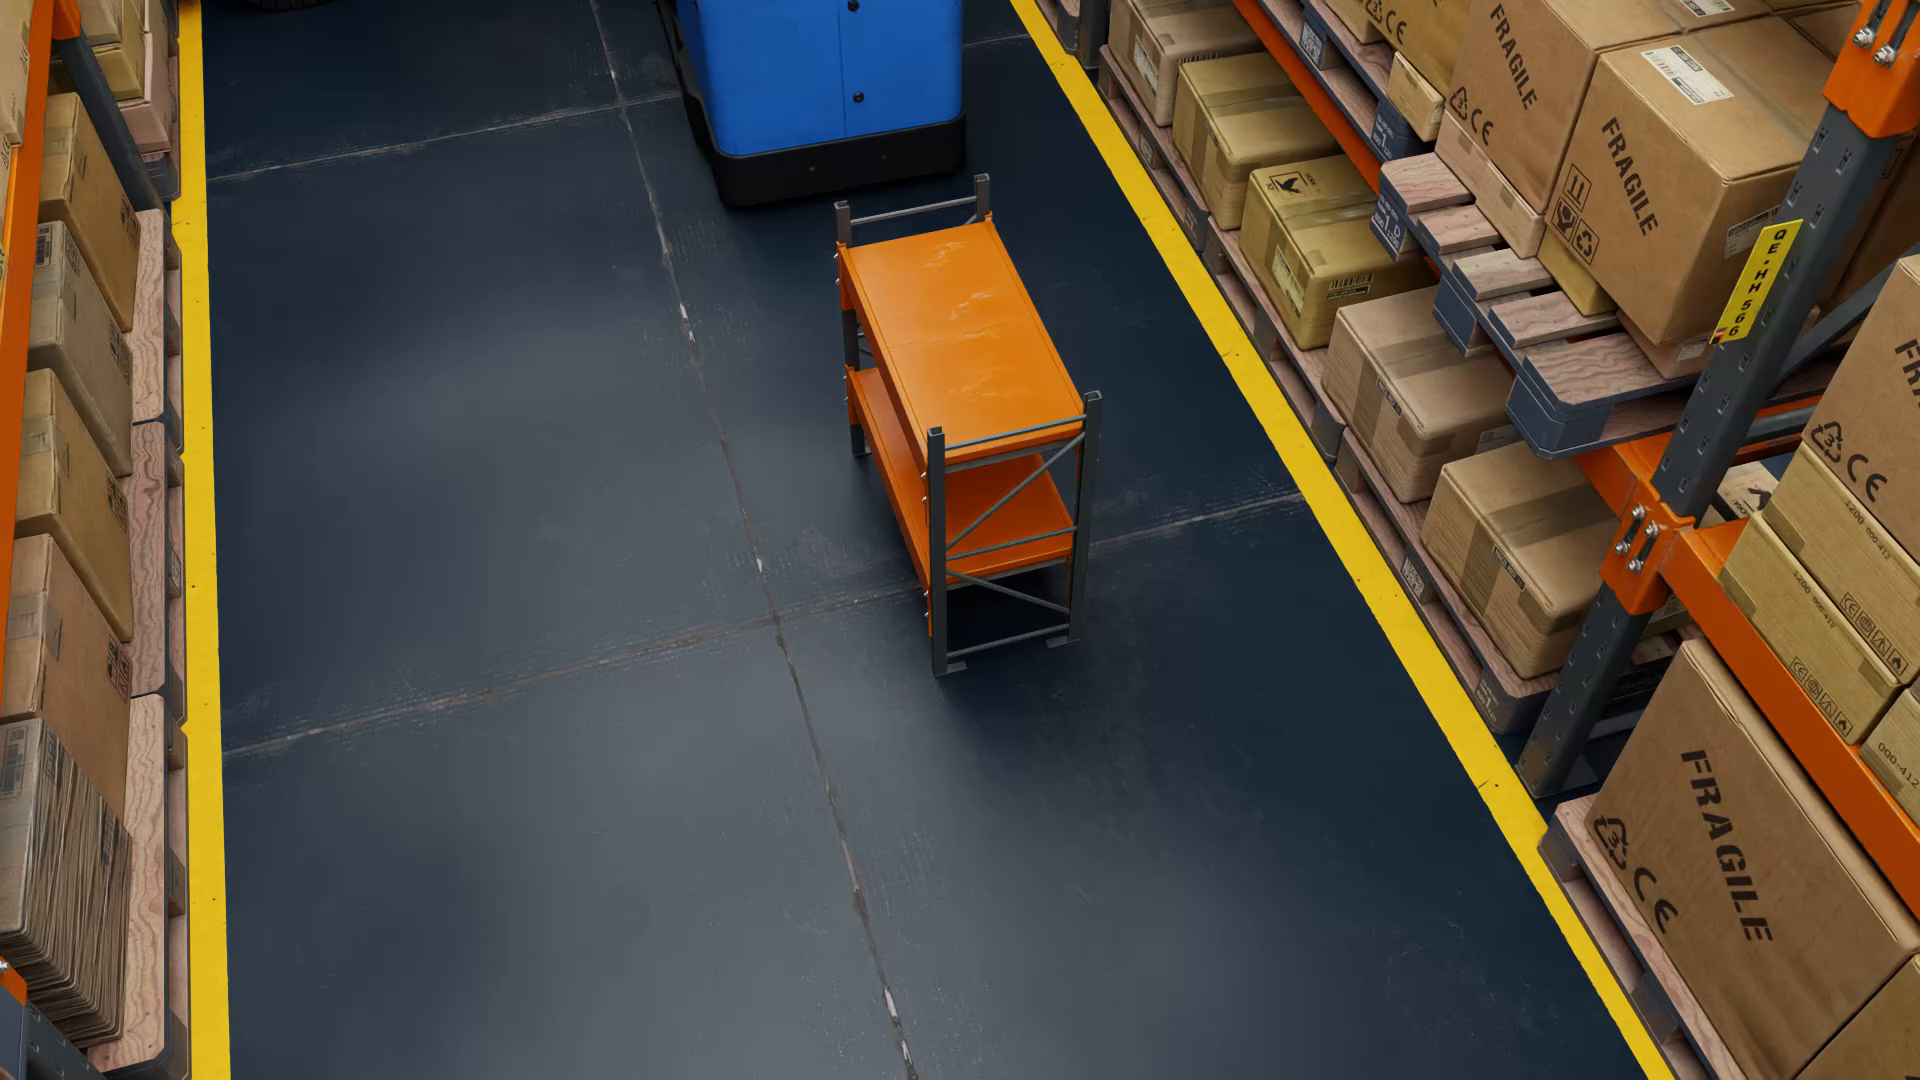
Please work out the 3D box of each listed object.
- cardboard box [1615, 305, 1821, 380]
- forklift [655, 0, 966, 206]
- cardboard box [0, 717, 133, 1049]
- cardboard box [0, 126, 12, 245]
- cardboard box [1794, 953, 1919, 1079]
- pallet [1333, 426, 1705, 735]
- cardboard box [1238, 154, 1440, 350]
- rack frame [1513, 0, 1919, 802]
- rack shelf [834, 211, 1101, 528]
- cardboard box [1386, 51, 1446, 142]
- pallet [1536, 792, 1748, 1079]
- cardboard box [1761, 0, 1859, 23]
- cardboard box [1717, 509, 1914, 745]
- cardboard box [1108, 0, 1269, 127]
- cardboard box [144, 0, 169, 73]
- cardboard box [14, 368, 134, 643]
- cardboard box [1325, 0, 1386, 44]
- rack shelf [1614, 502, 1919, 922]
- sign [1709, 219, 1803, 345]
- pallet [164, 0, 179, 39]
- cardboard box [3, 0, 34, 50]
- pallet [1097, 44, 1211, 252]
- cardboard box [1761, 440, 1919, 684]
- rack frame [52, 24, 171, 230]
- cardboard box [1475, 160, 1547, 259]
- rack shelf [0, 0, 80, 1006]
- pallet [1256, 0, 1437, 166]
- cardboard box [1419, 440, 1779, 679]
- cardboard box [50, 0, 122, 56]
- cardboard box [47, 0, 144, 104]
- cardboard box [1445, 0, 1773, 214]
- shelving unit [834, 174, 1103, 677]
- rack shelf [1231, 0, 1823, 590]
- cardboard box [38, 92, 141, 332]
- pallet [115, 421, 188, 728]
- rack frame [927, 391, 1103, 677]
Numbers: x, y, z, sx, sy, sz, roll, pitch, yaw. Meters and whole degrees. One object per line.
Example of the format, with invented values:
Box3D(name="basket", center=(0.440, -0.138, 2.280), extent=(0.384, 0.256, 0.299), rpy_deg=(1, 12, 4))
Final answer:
Box3D(name="cardboard box", center=(1.889, -0.568, 4.156), extent=(0.380, 0.149, 0.250), rpy_deg=(-12, 51, -10))
Box3D(name="forklift", center=(-0.863, -3.470, 6.758), extent=(1.130, 2.935, 3.031), rpy_deg=(-12, 51, -10))
Box3D(name="cardboard box", center=(-2.701, 0.969, 4.249), extent=(0.875, 0.625, 0.625), rpy_deg=(-12, 51, -10))
Box3D(name="cardboard box", center=(-3.042, -1.031, 4.755), extent=(0.500, 0.250, 0.500), rpy_deg=(-13, 51, -11))
Box3D(name="cardboard box", center=(2.596, 1.398, 3.725), extent=(0.875, 0.875, 0.875), rpy_deg=(-13, 51, -11))
Box3D(name="pallet", center=(1.981, 0.001, 5.611), extent=(1.003, 0.211, 1.213), rpy_deg=(-13, 51, -11))
Box3D(name="cardboard box", center=(1.609, -1.123, 6.179), extent=(0.950, 0.372, 0.625), rpy_deg=(-12, 51, -10))
Box3D(name="rack frame", center=(2.211, -0.327, 4.064), extent=(1.000, 3.000, 0.127), rpy_deg=(-13, 51, -11))
Box3D(name="rack shelf", center=(0.002, -0.546, 5.092), extent=(0.538, 0.278, 1.000), rpy_deg=(-13, 51, -11))
Box3D(name="cardboard box", center=(1.462, -1.305, 4.777), extent=(0.380, 0.149, 0.250), rpy_deg=(-13, 51, -10))
Box3D(name="pallet", center=(2.372, 1.165, 4.630), extent=(1.003, 0.211, 1.213), rpy_deg=(-13, 51, -11))
Box3D(name="cardboard box", center=(2.138, -1.351, 4.392), extent=(0.500, 0.500, 0.500), rpy_deg=(-11, 51, -9))
Box3D(name="cardboard box", center=(2.115, 0.136, 3.772), extent=(0.500, 0.250, 0.500), rpy_deg=(-14, 51, -12))
Box3D(name="cardboard box", center=(1.186, -2.154, 7.048), extent=(0.950, 0.372, 0.625), rpy_deg=(-13, 51, -11))
Box3D(name="cardboard box", center=(-3.704, -2.168, 7.140), extent=(0.500, 0.250, 0.500), rpy_deg=(-14, 51, -12))
Box3D(name="cardboard box", center=(-3.101, 0.002, 5.065), extent=(0.875, 0.625, 0.625), rpy_deg=(-15, 52, -12))
Box3D(name="cardboard box", center=(1.355, -1.681, 5.095), extent=(0.380, 0.149, 0.250), rpy_deg=(-15, 51, -12))
Box3D(name="rack shelf", center=(2.802, 1.366, 3.107), extent=(1.077, 0.370, 4.000), rpy_deg=(-13, 51, -11))
Box3D(name="sign", center=(1.695, -0.545, 3.542), extent=(0.100, 0.325, 0.005), rpy_deg=(-13, 51, -11))
Box3D(name="pallet", center=(-4.272, -2.708, 7.895), extent=(1.003, 0.211, 1.213), rpy_deg=(-13, 51, -11))
Box3D(name="cardboard box", center=(-3.314, -1.766, 5.375), extent=(0.500, 0.250, 0.500), rpy_deg=(-12, 51, -10))
Box3D(name="pallet", center=(1.260, -1.781, 7.114), extent=(1.003, 0.211, 1.213), rpy_deg=(-13, 51, -11))
Box3D(name="cardboard box", center=(2.125, -0.014, 3.571), extent=(0.500, 0.250, 0.500), rpy_deg=(-14, 51, -11))
Box3D(name="rack frame", center=(-3.713, -2.124, 5.578), extent=(1.000, 3.000, 0.127), rpy_deg=(-13, 51, -11))
Box3D(name="cardboard box", center=(1.624, -0.921, 4.454), extent=(0.380, 0.149, 0.250), rpy_deg=(-14, 51, -11))
Box3D(name="rack shelf", center=(-3.121, -0.431, 4.622), extent=(1.077, 0.370, 4.000), rpy_deg=(-13, 51, -11))
Box3D(name="pallet", center=(1.586, -1.702, 5.348), extent=(1.003, 0.211, 1.213), rpy_deg=(-13, 51, -11))
Box3D(name="cardboard box", center=(2.053, -0.030, 5.258), extent=(0.950, 0.372, 0.625), rpy_deg=(-16, 52, -13))
Box3D(name="cardboard box", center=(-3.556, -2.119, 6.444), extent=(0.500, 0.250, 0.500), rpy_deg=(-14, 51, -12))
Box3D(name="cardboard box", center=(-3.561, -1.957, 6.635), extent=(0.500, 0.250, 0.500), rpy_deg=(-14, 51, -11))
Box3D(name="cardboard box", center=(1.648, -1.235, 4.294), extent=(0.500, 0.500, 0.500), rpy_deg=(-14, 51, -12))
Box3D(name="shelving unit", center=(0.002, -0.358, 5.316), extent=(0.538, 1.125, 1.048), rpy_deg=(-13, 51, -11))
Box3D(name="rack shelf", center=(1.619, -1.556, 5.570), extent=(1.077, 0.370, 4.000), rpy_deg=(-13, 51, -11))
Box3D(name="cardboard box", center=(-3.548, -1.115, 6.007), extent=(0.875, 0.625, 0.625), rpy_deg=(-11, 51, -9))
Box3D(name="pallet", center=(-3.093, 0.197, 5.446), extent=(1.003, 0.211, 1.213), rpy_deg=(-13, 51, -11))
Box3D(name="rack frame", center=(0.152, 0.014, 5.003), extent=(0.500, 1.125, 0.032), rpy_deg=(-13, 51, -11))
